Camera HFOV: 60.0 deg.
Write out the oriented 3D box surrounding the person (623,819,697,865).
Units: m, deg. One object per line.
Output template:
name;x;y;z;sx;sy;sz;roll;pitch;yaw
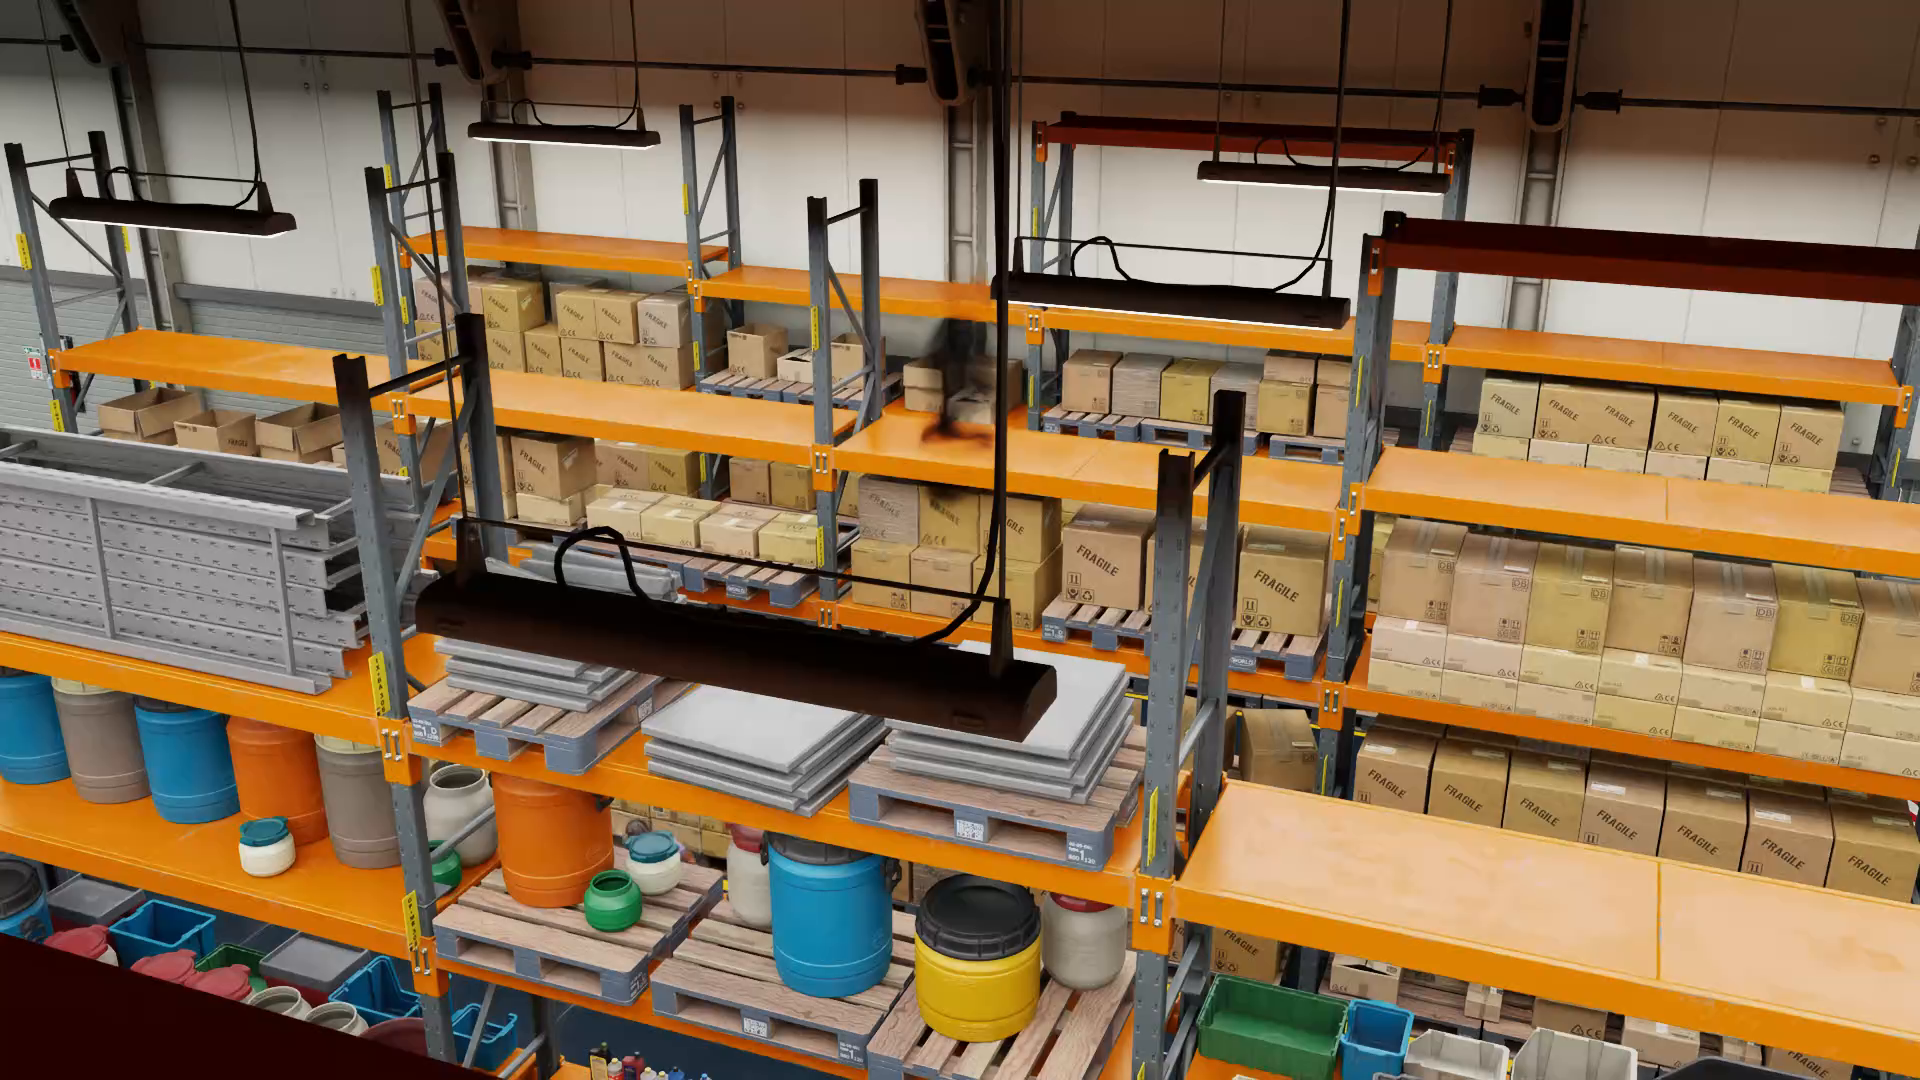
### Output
person;-2.247;2.864;12.724;0.697;1.584;0.597;6;22;16
